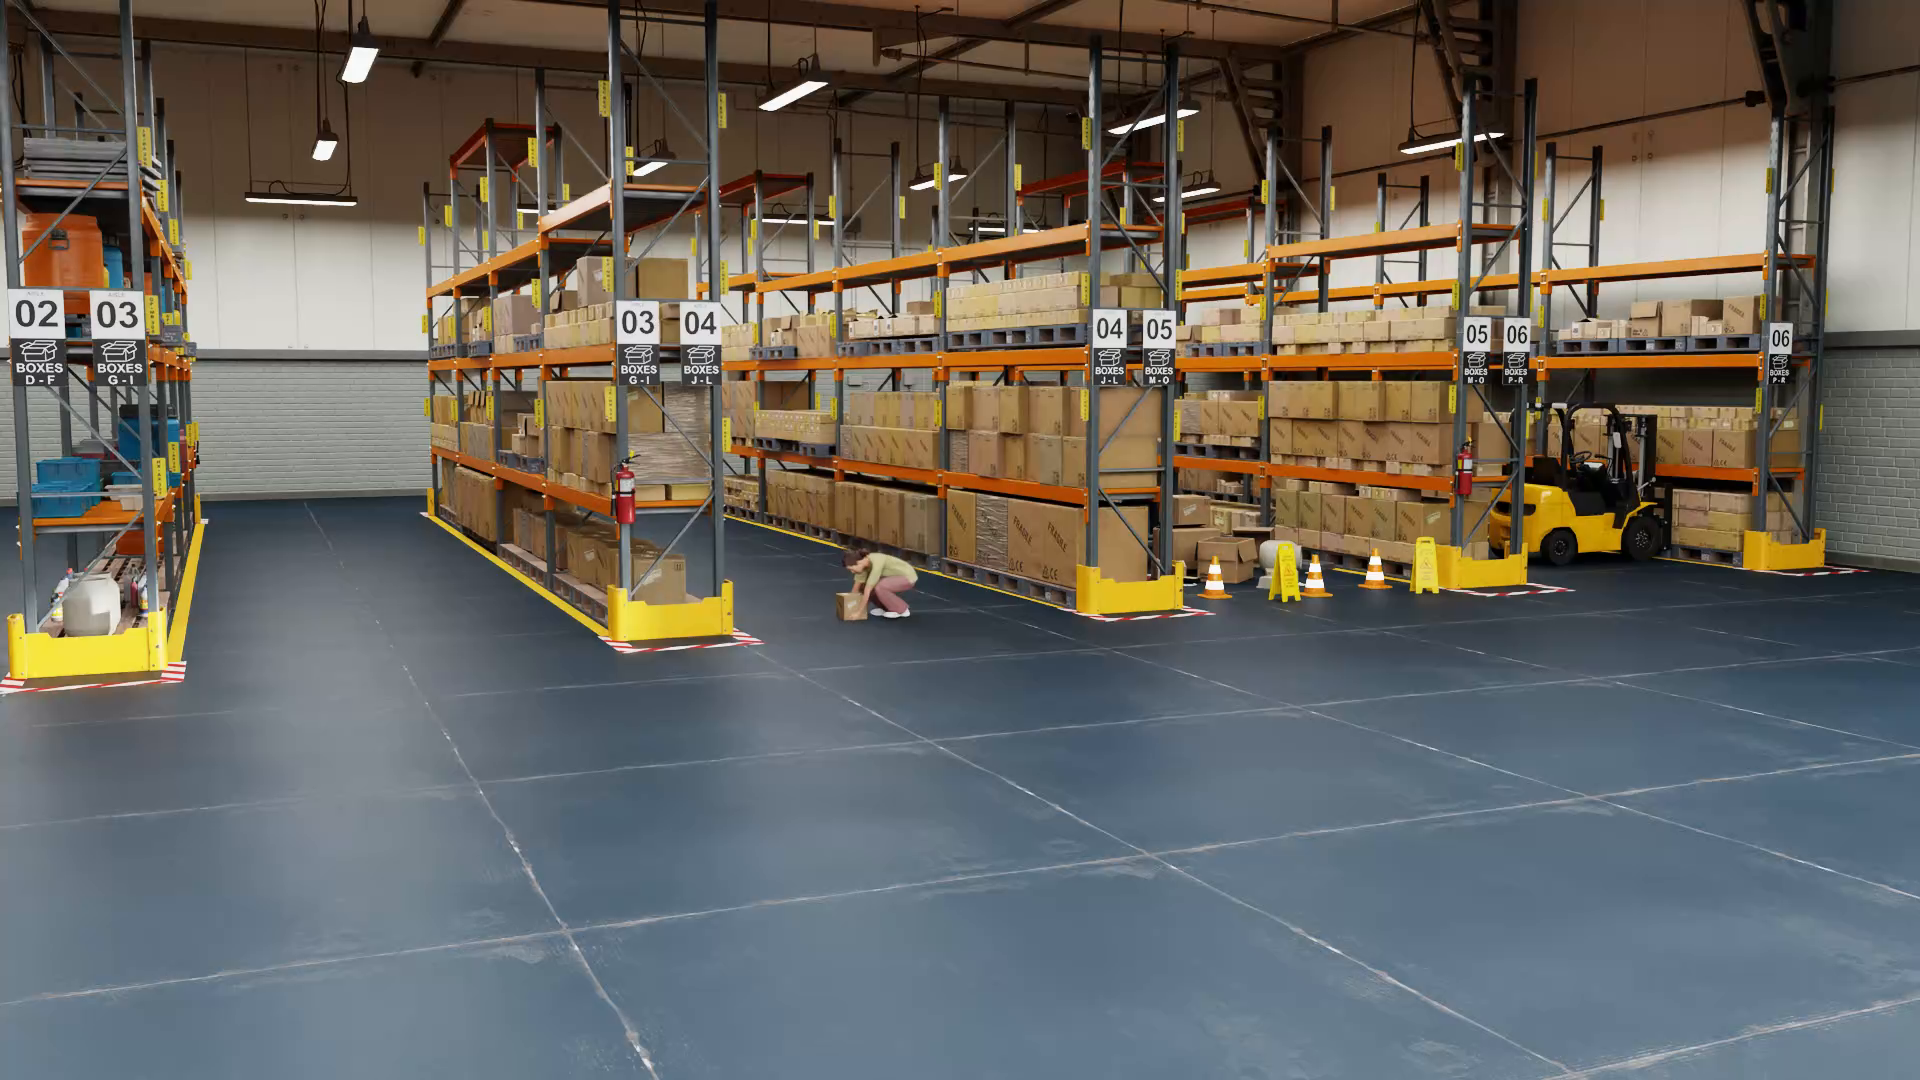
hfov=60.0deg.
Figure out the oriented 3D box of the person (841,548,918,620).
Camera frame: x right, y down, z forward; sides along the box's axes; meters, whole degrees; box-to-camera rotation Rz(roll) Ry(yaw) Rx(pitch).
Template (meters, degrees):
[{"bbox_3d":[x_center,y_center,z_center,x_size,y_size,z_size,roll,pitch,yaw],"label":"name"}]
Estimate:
[{"bbox_3d":[-0.846,0.471,17.339,0.835,0.817,0.468,-2,6,-24],"label":"person"}]
